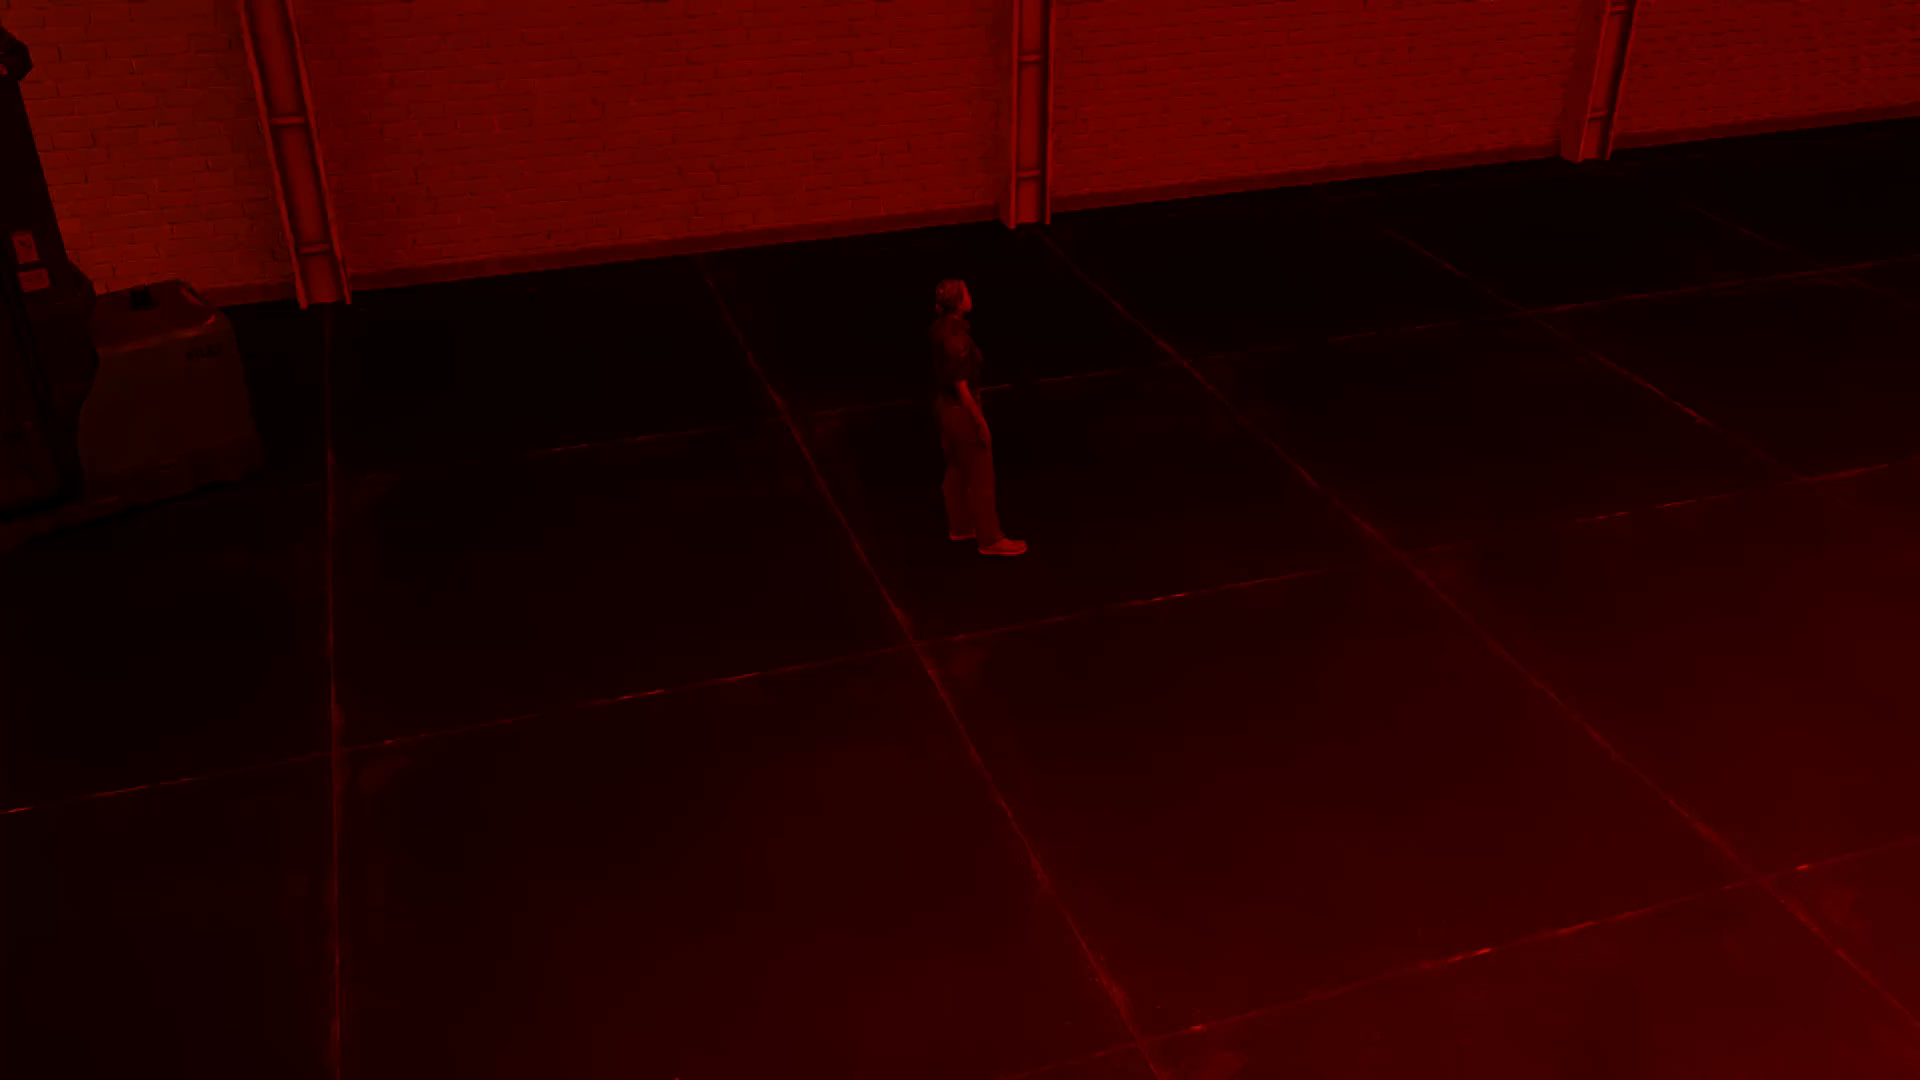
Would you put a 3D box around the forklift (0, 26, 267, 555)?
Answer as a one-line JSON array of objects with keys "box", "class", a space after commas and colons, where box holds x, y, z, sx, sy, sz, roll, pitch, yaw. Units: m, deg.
[{"box": [-5.948, -1.421, 9.558, 3.031, 2.935, 1.130, -22, 36, -33], "class": "forklift"}]

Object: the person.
[{"box": [0.089, -0.728, 9.618, 0.503, 1.654, 0.570, -10, 31, -16], "class": "person"}]
